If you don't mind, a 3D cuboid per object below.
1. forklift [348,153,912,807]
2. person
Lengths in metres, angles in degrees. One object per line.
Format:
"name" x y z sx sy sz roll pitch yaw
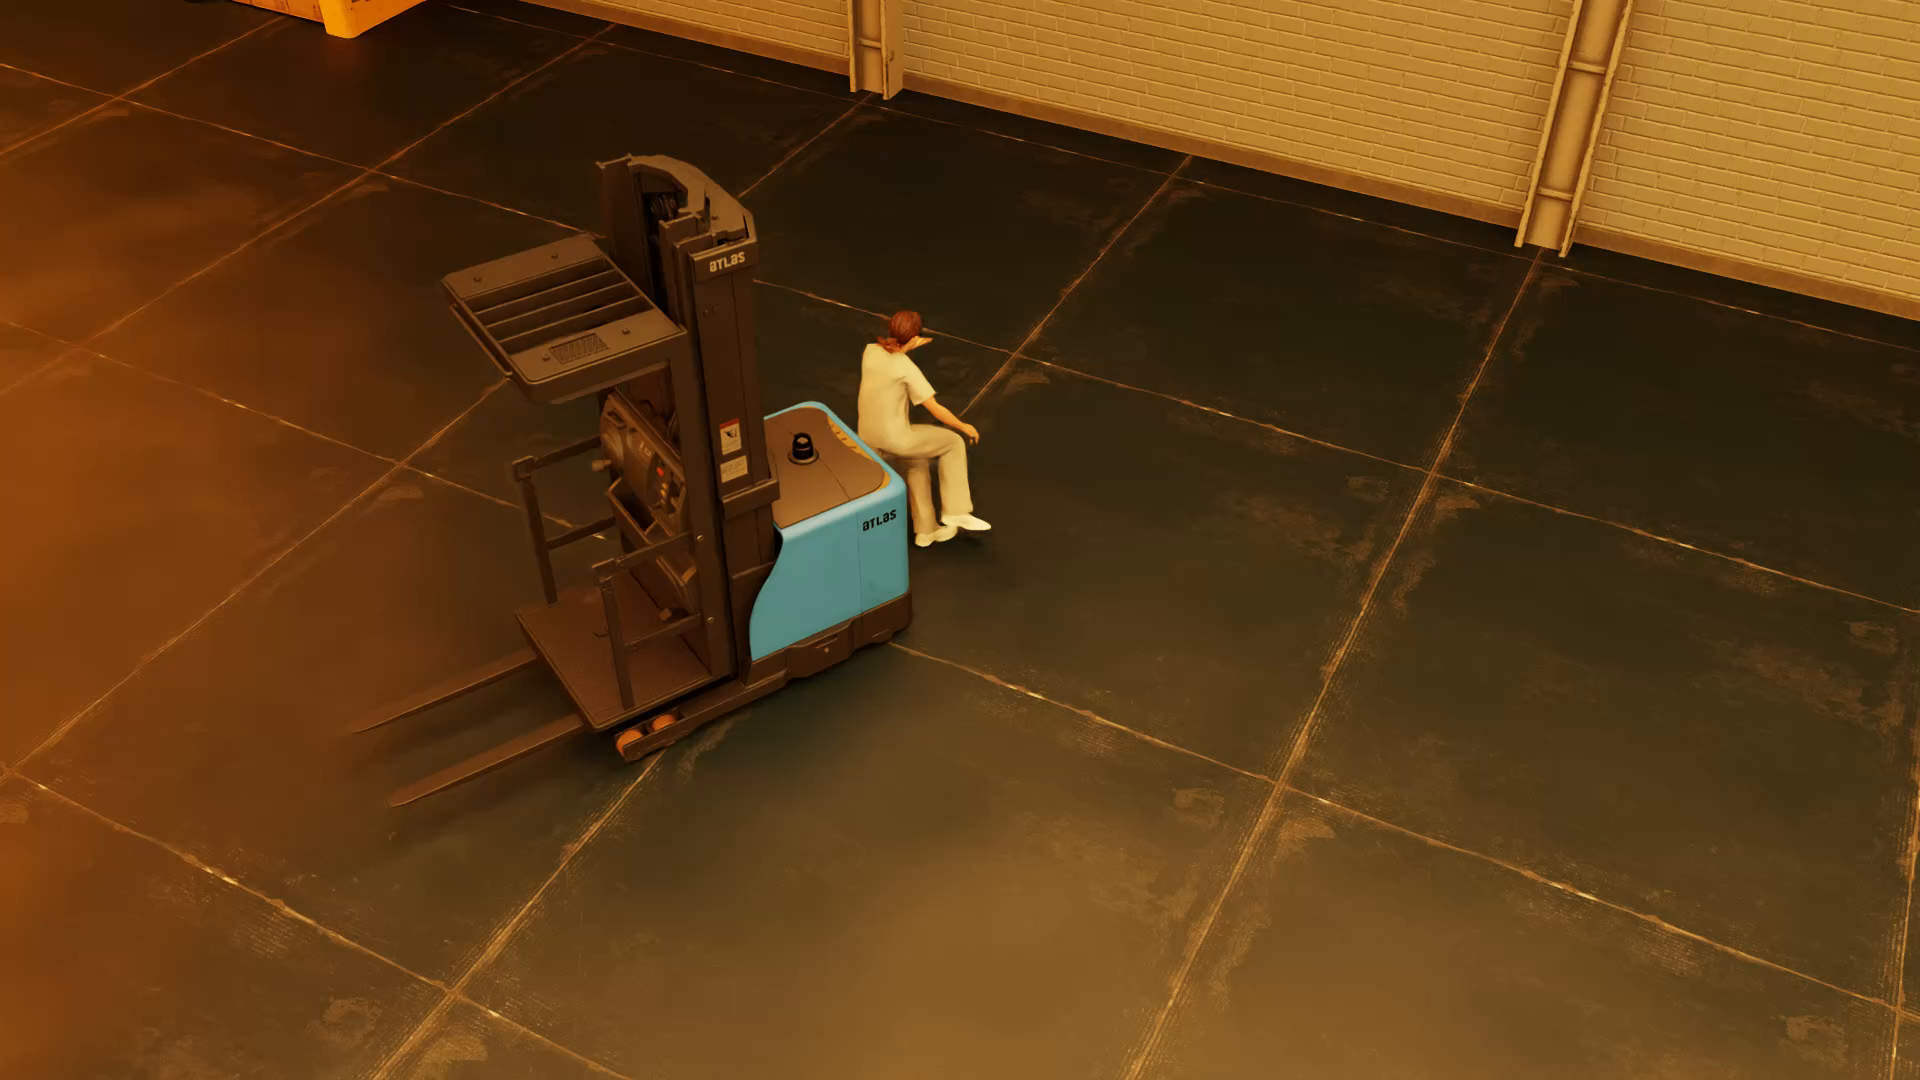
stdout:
"forklift" -1.783 -0.336 8.385 3.031 2.935 1.130 -23 45 -25
"person" -0.192 -0.721 10.017 0.974 1.436 0.832 21 44 23
